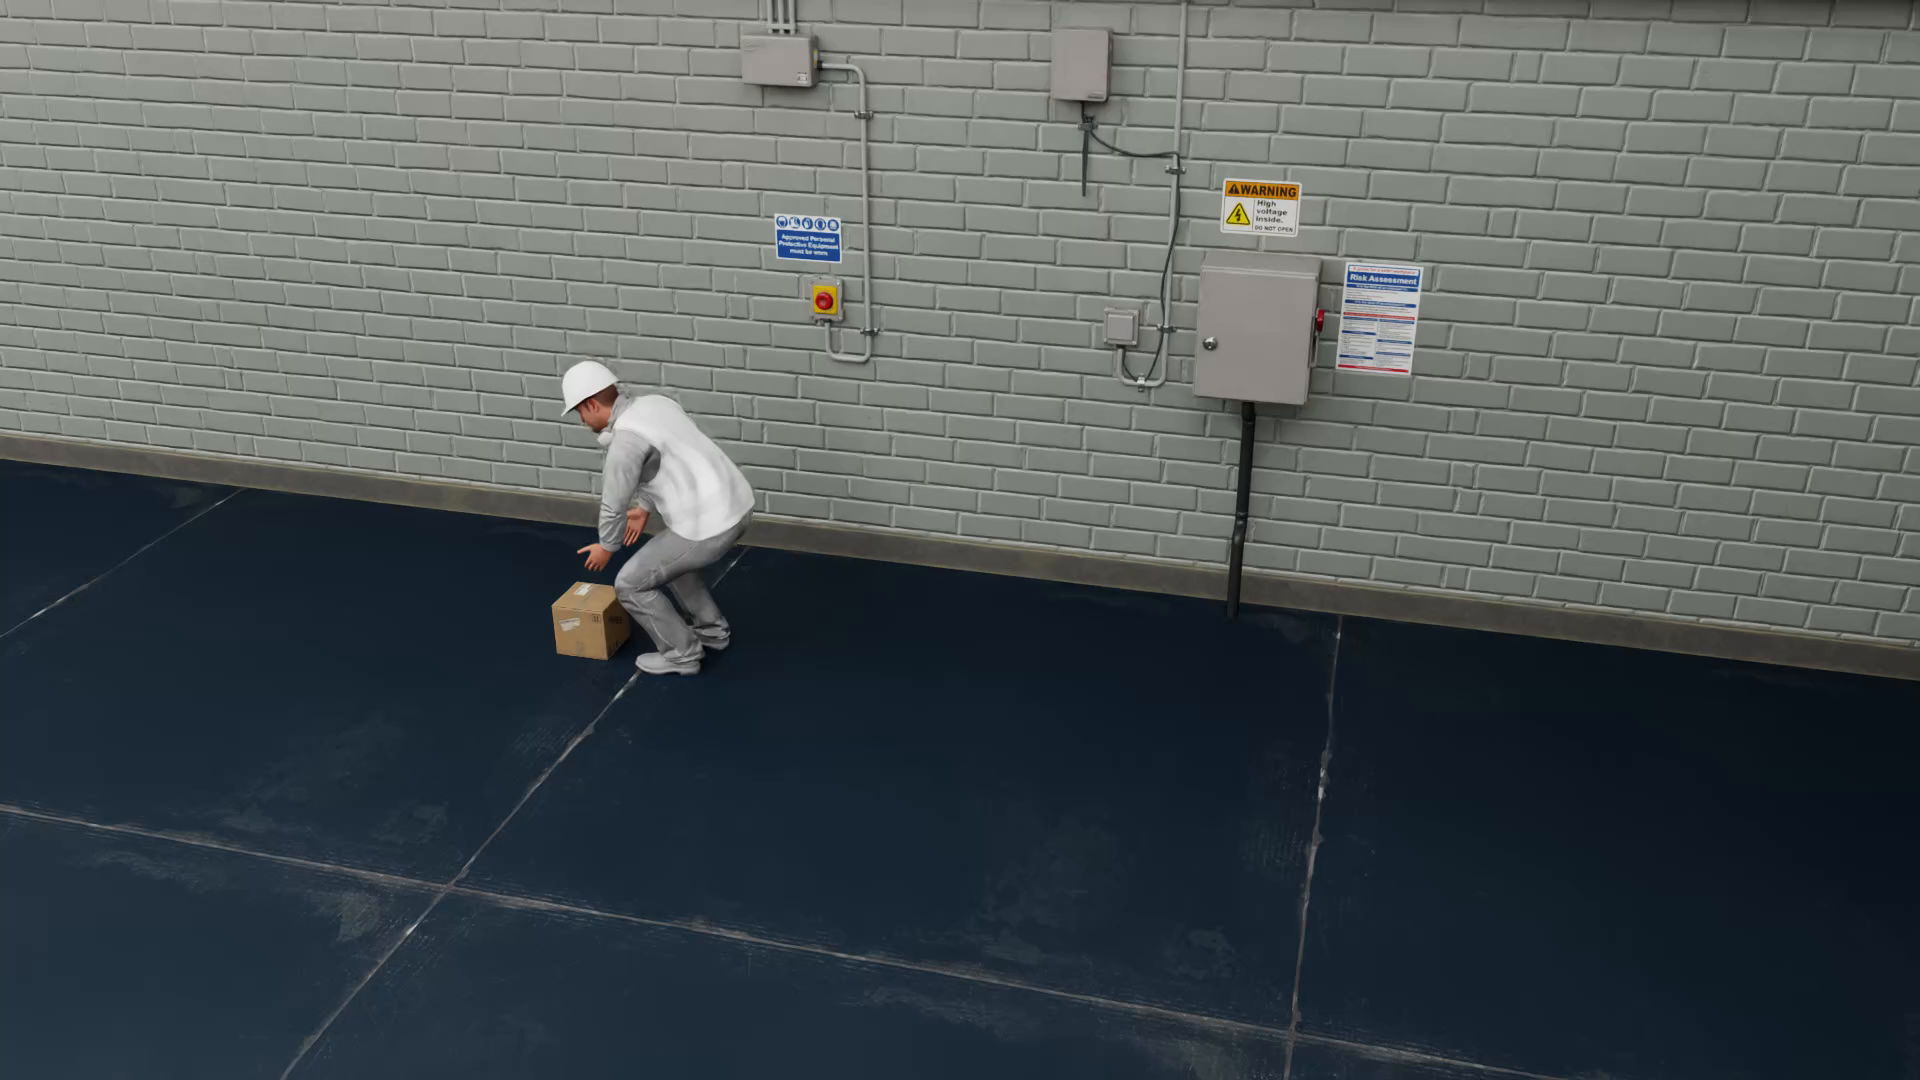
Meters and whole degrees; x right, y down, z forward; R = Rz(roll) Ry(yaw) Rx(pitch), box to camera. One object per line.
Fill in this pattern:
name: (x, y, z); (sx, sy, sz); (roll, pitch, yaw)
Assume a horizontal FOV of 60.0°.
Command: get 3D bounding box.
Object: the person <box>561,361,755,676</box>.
person: (-1.305, -0.090, 7.225); (0.785, 1.390, 0.590); (6, 26, 13)
